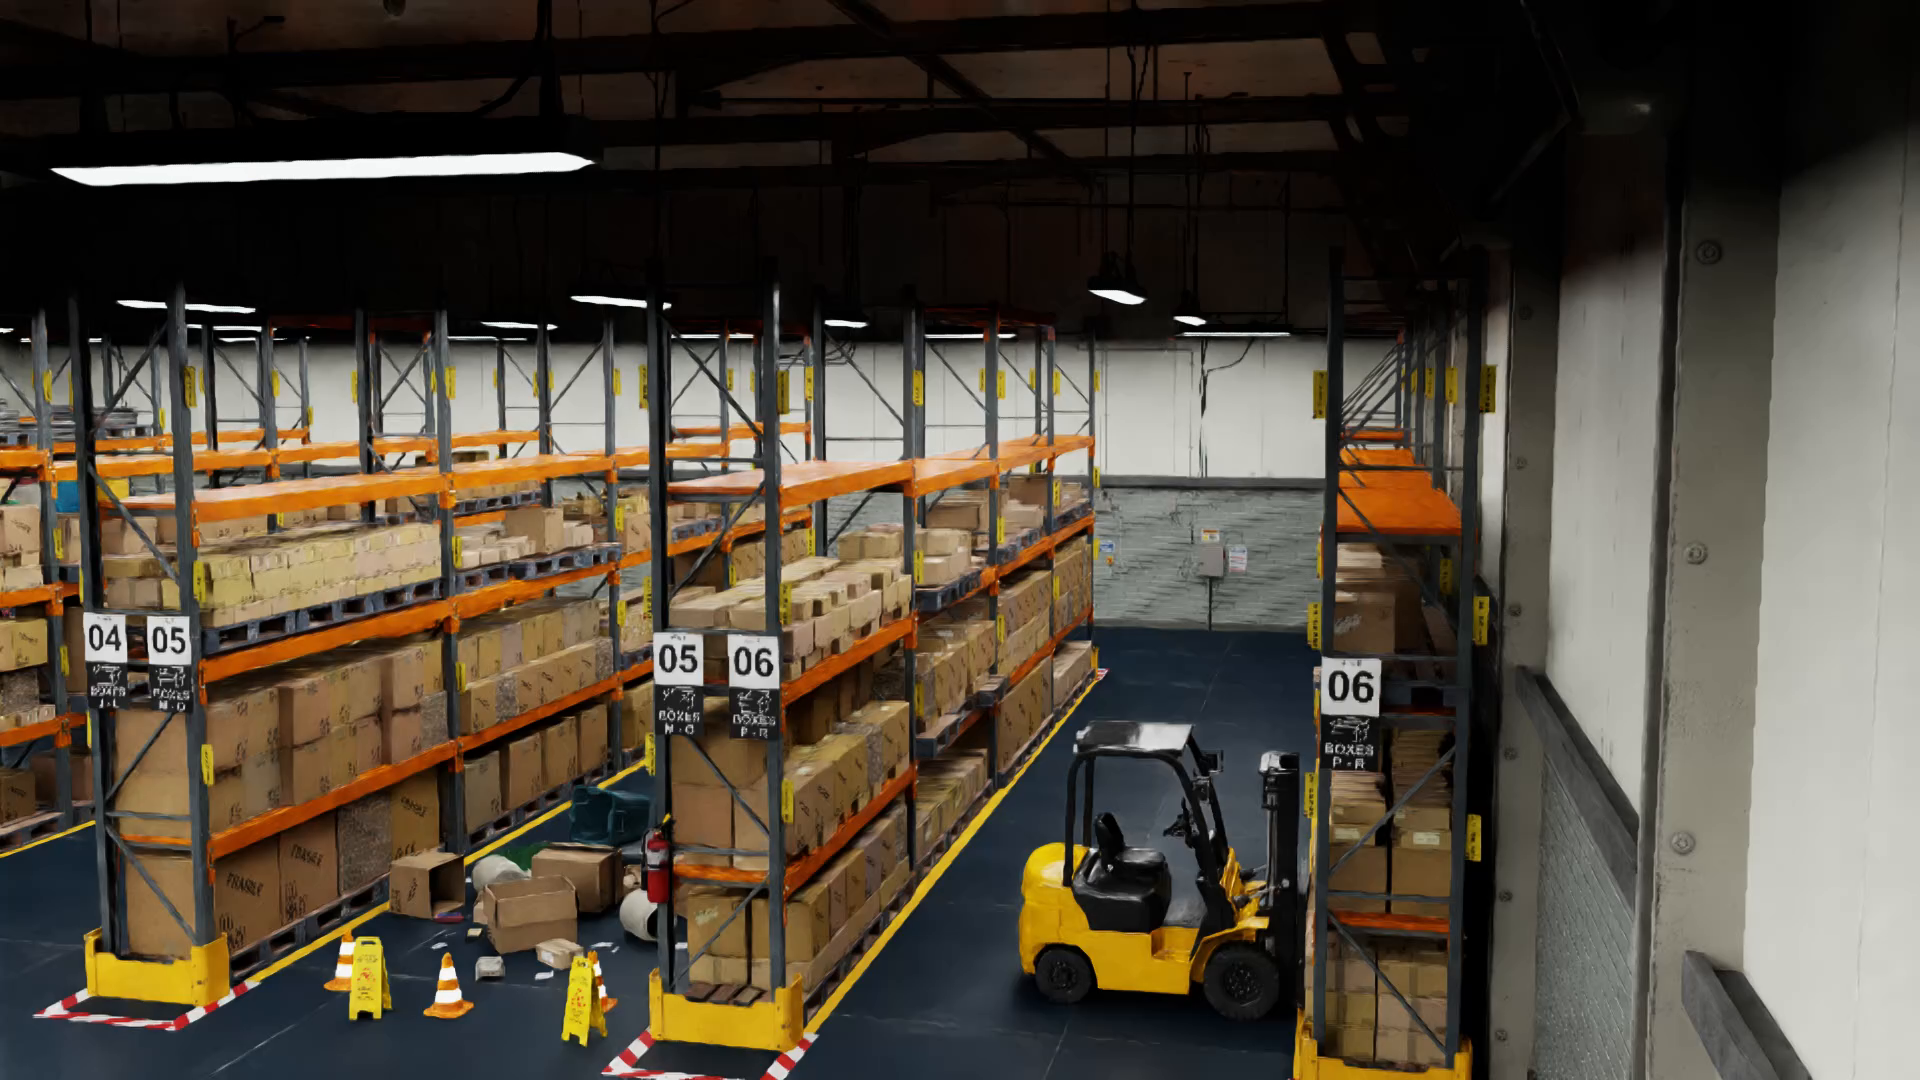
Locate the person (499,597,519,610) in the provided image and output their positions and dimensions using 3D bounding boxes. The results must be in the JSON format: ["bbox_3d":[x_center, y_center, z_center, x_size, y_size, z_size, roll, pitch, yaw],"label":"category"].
[{"bbox_3d":[-7.163,1.621,26.650,0.591,1.716,1.042,1,6,12],"label":"person"}]
